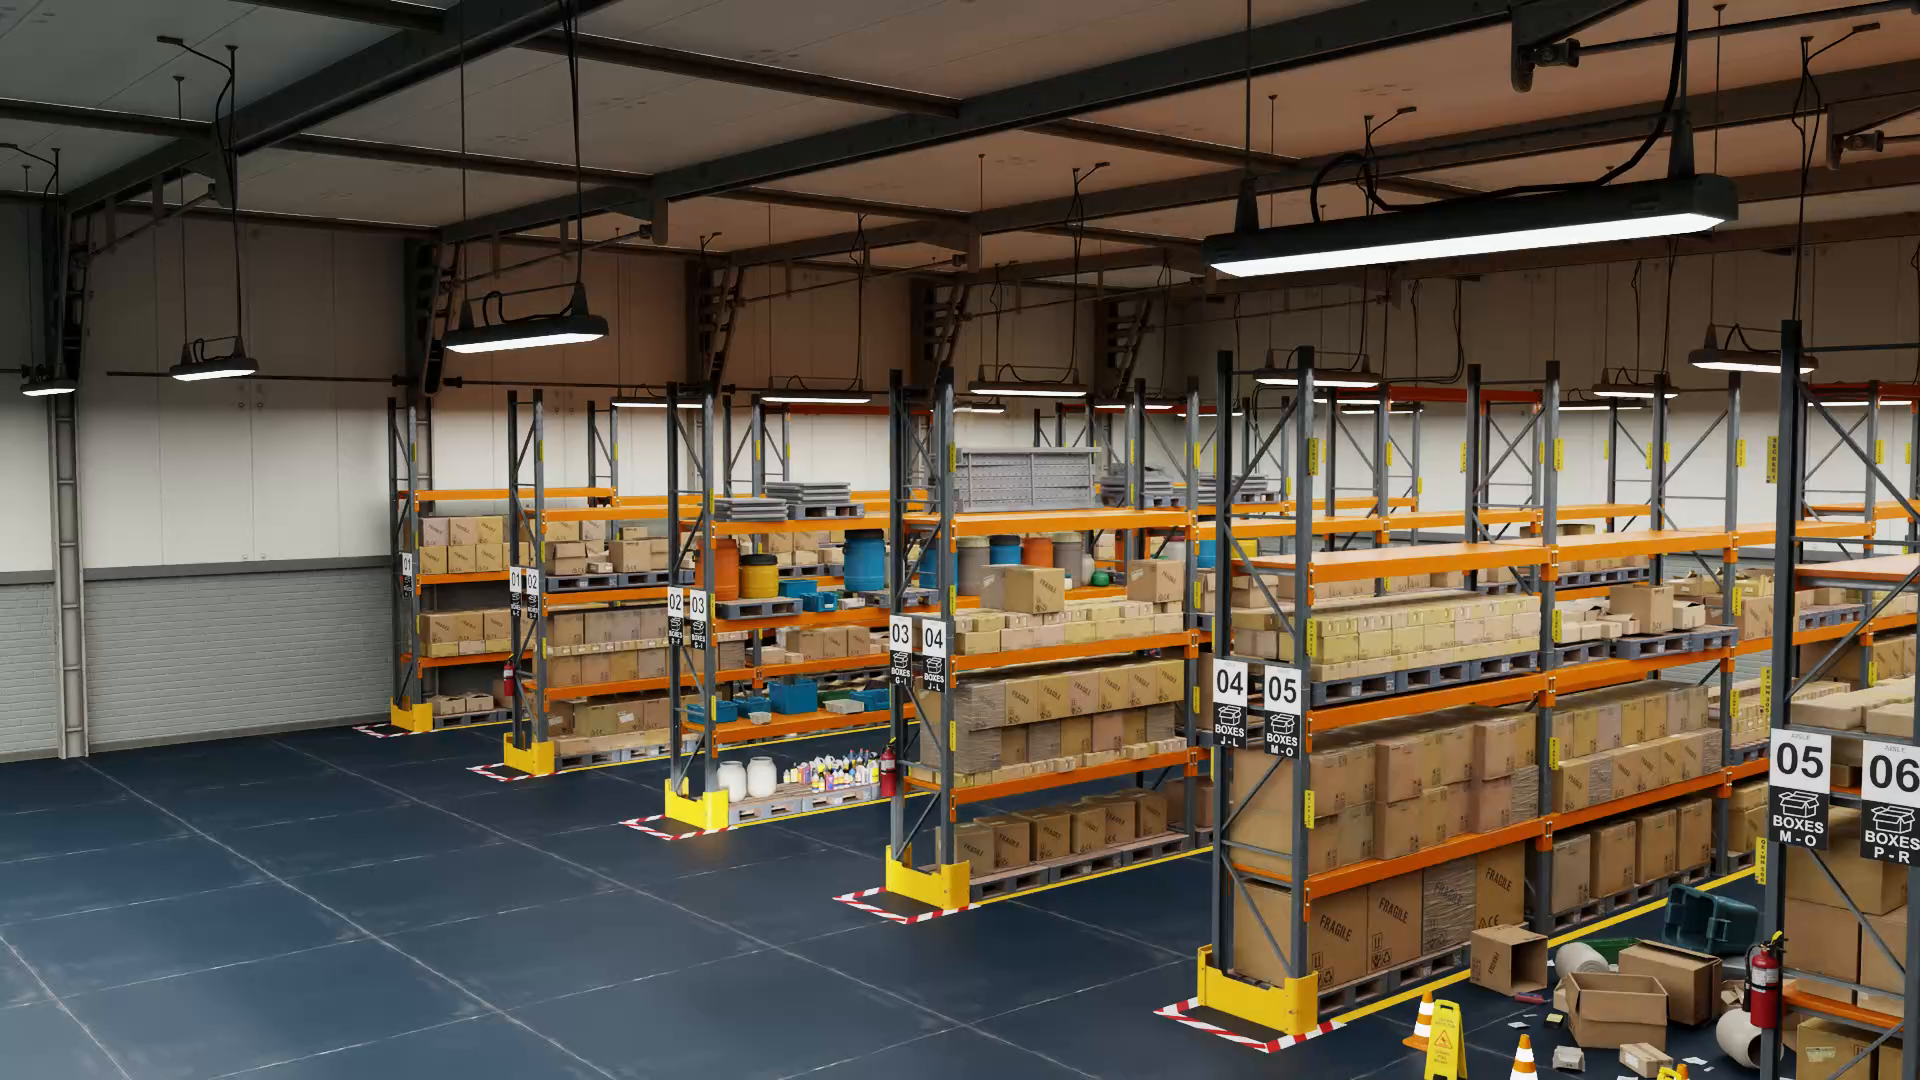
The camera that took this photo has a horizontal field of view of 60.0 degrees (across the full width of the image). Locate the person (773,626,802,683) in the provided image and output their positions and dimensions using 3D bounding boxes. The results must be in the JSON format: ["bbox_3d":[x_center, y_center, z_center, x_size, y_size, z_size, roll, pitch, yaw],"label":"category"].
[{"bbox_3d":[-3.446,2.101,32.634,0.668,1.839,0.792,3,5,44],"label":"person"}]
